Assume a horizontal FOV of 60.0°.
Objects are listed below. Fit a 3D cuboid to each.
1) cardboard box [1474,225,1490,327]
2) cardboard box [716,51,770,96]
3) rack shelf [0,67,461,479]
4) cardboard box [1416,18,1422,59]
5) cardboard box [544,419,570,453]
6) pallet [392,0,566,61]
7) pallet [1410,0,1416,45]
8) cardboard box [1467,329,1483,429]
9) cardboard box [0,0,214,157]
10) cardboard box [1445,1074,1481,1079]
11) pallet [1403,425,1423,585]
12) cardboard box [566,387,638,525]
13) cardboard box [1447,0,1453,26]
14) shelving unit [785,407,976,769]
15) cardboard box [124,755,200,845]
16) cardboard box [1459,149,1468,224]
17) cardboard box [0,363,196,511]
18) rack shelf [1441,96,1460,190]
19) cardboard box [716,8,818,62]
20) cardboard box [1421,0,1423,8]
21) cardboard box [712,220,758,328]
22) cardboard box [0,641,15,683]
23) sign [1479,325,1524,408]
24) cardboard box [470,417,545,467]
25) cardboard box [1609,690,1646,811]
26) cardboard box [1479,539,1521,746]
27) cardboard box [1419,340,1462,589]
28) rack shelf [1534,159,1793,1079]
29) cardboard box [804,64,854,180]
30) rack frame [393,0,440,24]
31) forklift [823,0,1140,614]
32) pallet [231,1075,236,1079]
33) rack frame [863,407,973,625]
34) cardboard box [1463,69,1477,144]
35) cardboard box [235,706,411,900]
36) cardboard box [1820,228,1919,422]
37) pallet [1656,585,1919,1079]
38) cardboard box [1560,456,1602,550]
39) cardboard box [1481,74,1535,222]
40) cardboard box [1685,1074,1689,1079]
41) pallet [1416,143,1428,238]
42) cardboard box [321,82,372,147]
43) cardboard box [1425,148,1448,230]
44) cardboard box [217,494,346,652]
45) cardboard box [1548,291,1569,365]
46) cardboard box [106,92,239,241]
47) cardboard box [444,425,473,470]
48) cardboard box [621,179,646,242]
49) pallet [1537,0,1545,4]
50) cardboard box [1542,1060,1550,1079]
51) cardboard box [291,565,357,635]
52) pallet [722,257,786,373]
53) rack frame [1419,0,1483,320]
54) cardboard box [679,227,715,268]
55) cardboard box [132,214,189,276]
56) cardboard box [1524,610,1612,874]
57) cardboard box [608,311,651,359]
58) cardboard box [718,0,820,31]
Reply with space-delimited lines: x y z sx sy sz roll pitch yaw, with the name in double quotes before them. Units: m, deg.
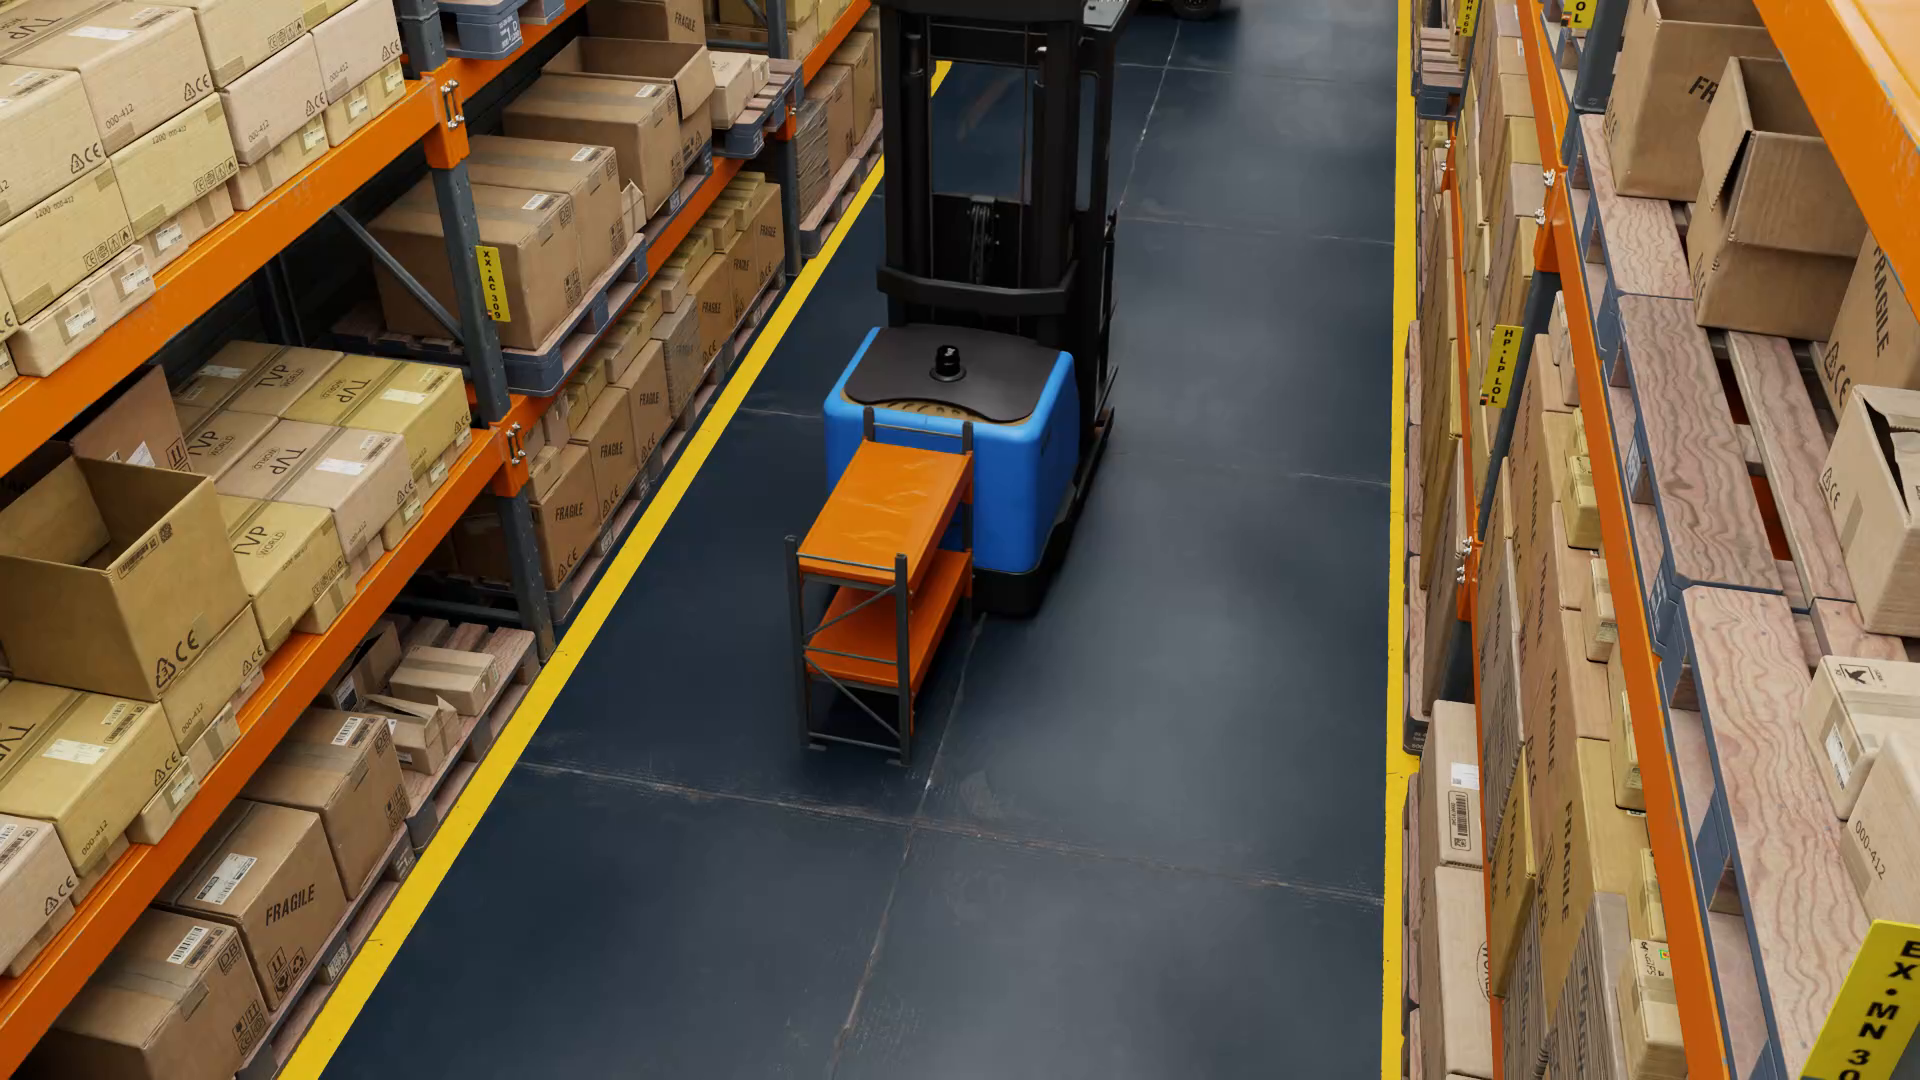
"cardboard box" 2.513 -1.124 7.216 0.500 0.250 0.500 8 37 11
"cardboard box" -1.309 -2.670 9.505 0.380 0.149 0.250 8 37 11
"rack shelf" -2.825 -0.510 4.725 1.077 0.370 4.000 7 37 10
"cardboard box" 4.025 -4.129 13.647 0.500 0.250 0.500 9 37 12
"cardboard box" -2.078 -0.495 7.866 0.380 0.149 0.250 6 36 9
"pallet" -2.190 -2.237 6.655 1.213 0.211 1.003 7 37 10
"pallet" 4.528 -4.662 14.772 1.003 0.211 1.213 7 37 10
"cardboard box" 2.412 -0.633 6.966 0.500 0.250 0.500 7 36 9
"cardboard box" -2.487 -1.309 4.663 0.500 0.250 0.500 8 37 11
"cardboard box" 1.828 2.130 4.850 0.875 0.438 0.875 8 37 11
"pallet" 2.802 -0.138 8.530 1.003 0.211 1.213 7 37 10
"cardboard box" -1.970 -0.447 8.353 0.500 0.500 0.500 7 36 9
"cardboard box" 3.250 -3.308 10.385 0.380 0.149 0.250 8 37 11
"shelving unit" -0.320 0.194 7.294 0.538 1.125 1.048 9 37 12
"cardboard box" -2.590 0.775 5.109 0.380 0.149 0.250 6 36 9
"cardboard box" 2.864 -1.800 8.576 0.500 0.250 0.500 6 36 9
"cardboard box" -2.976 -0.276 5.581 0.500 0.500 0.500 6 36 9
"rack shelf" 3.734 -3.262 11.078 1.077 0.370 4.000 7 37 10
"cardboard box" -1.210 -3.190 10.493 0.500 0.250 0.500 7 37 10
"cardboard box" 4.132 -4.725 13.829 0.500 0.500 0.500 8 37 11
"cardboard box" -1.541 -1.630 9.985 0.500 0.500 0.500 7 36 9
"cardboard box" -3.080 0.324 5.391 0.500 0.250 0.500 7 37 10
"sign" 1.920 -0.613 5.890 0.100 0.325 0.005 7 37 10
"cardboard box" -2.120 -0.454 7.557 0.380 0.149 0.250 7 36 9
"cardboard box" 1.698 0.502 3.781 0.380 0.149 0.250 8 37 11
"cardboard box" 1.985 0.370 5.368 0.500 0.500 0.500 8 37 10
"cardboard box" 2.692 -0.308 7.841 0.875 0.875 0.875 8 37 11
"rack shelf" 2.025 0.110 3.870 1.077 0.370 4.000 7 37 10
"cardboard box" -1.265 -2.967 11.723 0.875 0.625 0.625 8 37 11
"rack frame" -2.398 -3.163 5.216 1.000 3.000 0.127 7 37 10
"forklift" 0.236 -1.698 8.365 1.130 2.935 3.031 9 37 12
"pallet" -3.067 2.188 5.321 1.003 0.211 1.213 7 37 10
"rack frame" -0.187 -0.094 7.691 0.500 1.125 0.032 9 37 12
"cardboard box" 2.957 -2.289 8.824 0.500 0.250 0.500 7 37 10
"cardboard box" -2.587 0.983 6.380 0.700 0.500 0.500 6 36 8
"cardboard box" 2.175 -0.423 3.463 0.500 0.500 0.500 8 37 11
"pallet" 1.746 0.574 2.691 1.003 0.211 1.213 7 37 10
"cardboard box" 1.881 -0.089 4.597 0.380 0.149 0.250 6 36 9
"cardboard box" 2.629 -1.731 7.415 0.500 0.500 0.500 8 37 11
"cardboard box" 1.510 1.092 2.967 0.380 0.149 0.250 8 37 11
"pallet" 3.738 -2.423 11.683 1.003 0.211 1.213 7 37 10
"cardboard box" -2.241 -1.463 5.641 0.380 0.149 0.250 7 37 10
"cardboard box" 3.587 -2.259 10.963 0.950 0.372 0.625 7 36 9
"cardboard box" -2.480 0.103 5.697 0.500 0.250 0.500 7 37 10
"cardboard box" 2.131 -0.673 5.403 0.380 0.149 0.250 7 36 9
"cardboard box" -2.478 -1.108 4.811 0.500 0.250 0.500 8 37 11
"cardboard box" -2.219 -0.417 6.754 0.380 0.149 0.250 8 37 11
"cardboard box" -1.726 -1.598 7.925 0.396 0.266 0.258 9 37 12
"pallet" 2.985 -2.527 7.056 1.003 0.211 1.213 9 37 12
"cardboard box" 1.564 1.544 3.749 0.500 0.500 0.500 7 36 9
"cardboard box" -2.395 0.184 5.925 0.380 0.149 0.250 7 36 9
"pallet" -1.740 -1.474 10.375 1.003 0.211 1.213 7 37 10
"rack frame" 3.307 -2.407 9.285 1.000 3.000 0.127 7 37 10
"cardboard box" -1.630 -1.681 9.503 0.380 0.149 0.250 8 37 11
"cardboard box" -2.498 -0.875 4.830 0.380 0.149 0.250 8 37 10
"cardboard box" 1.769 0.554 4.263 0.500 0.500 0.500 7 37 10
"cardboard box" -1.844 -1.083 8.678 0.380 0.149 0.250 9 37 12
"cardboard box" -1.186 -3.389 10.342 0.500 0.250 0.500 7 37 10
